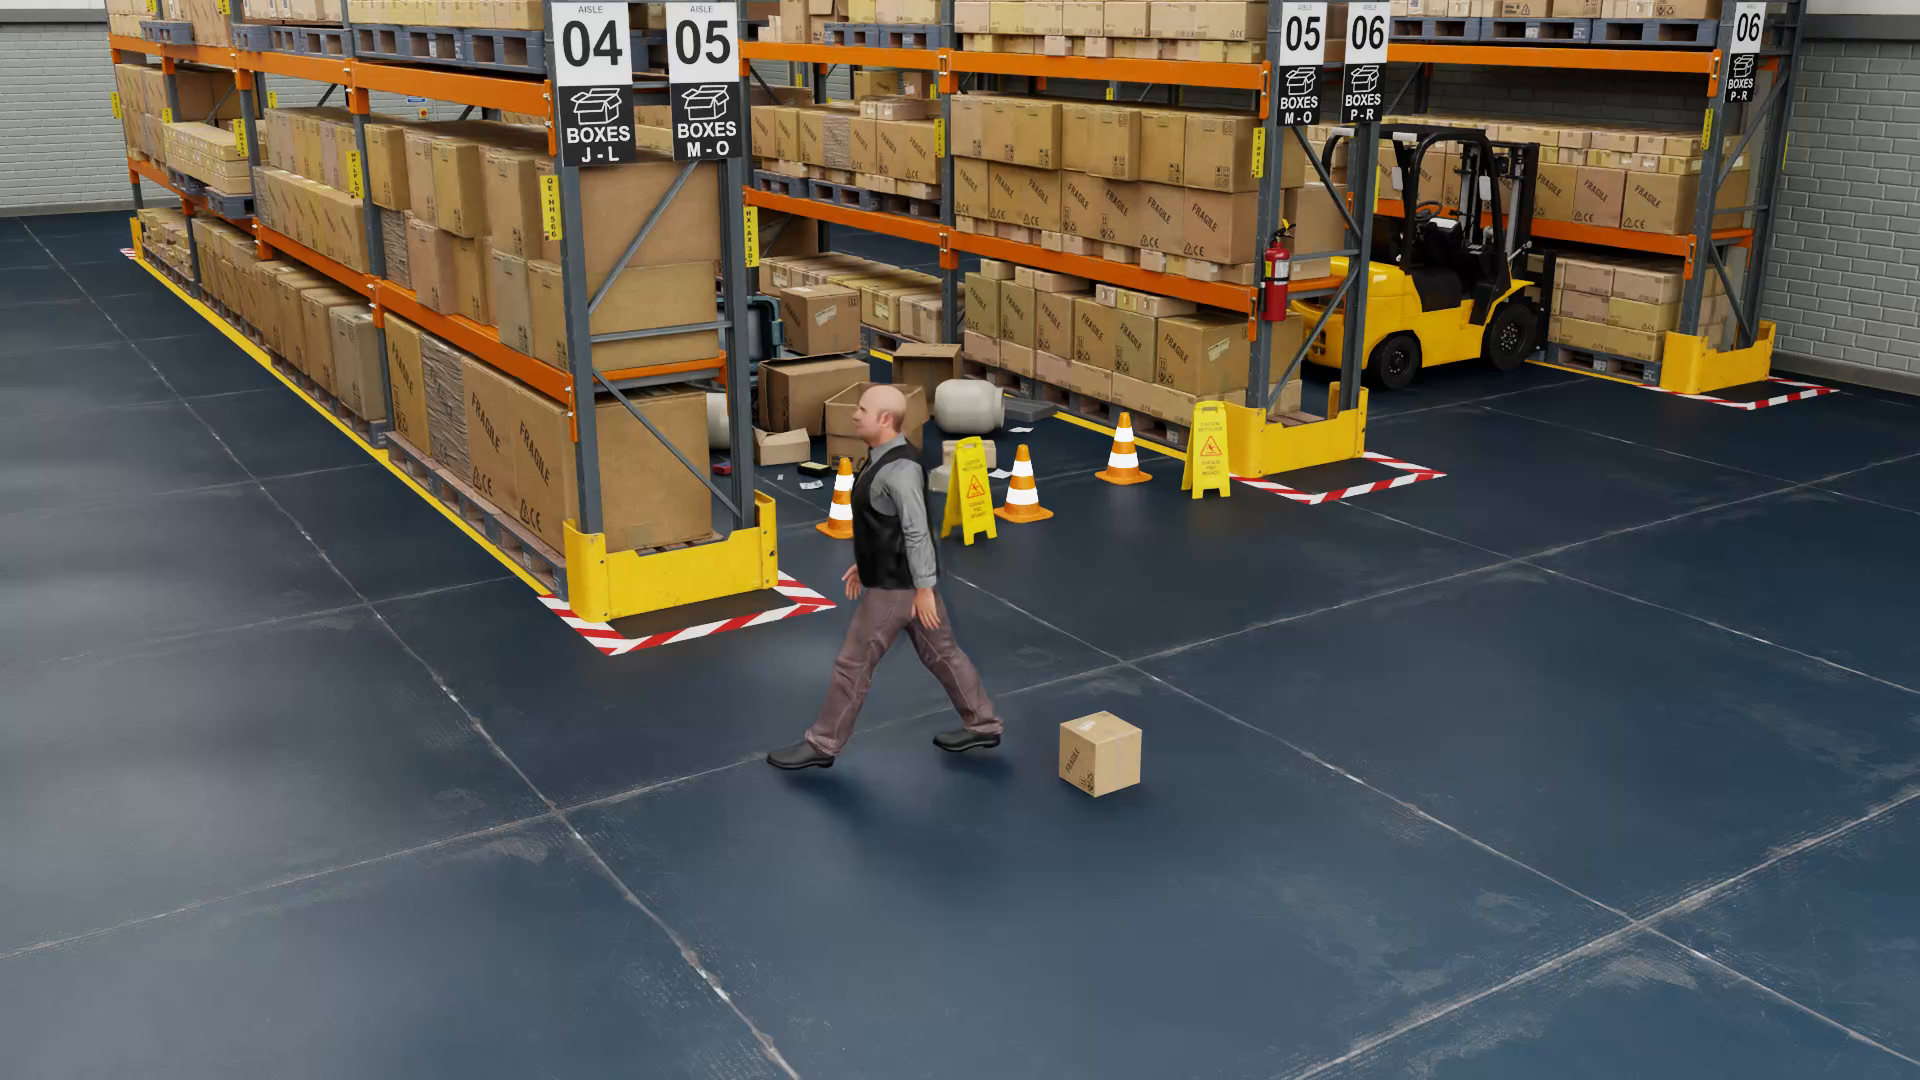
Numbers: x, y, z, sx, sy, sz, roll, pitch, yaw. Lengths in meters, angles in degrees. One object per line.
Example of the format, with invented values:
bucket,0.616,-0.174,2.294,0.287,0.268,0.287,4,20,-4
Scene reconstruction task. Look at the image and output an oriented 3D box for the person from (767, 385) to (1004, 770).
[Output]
person,-0.320,0.153,7.111,1.033,1.657,0.537,0,18,-1
